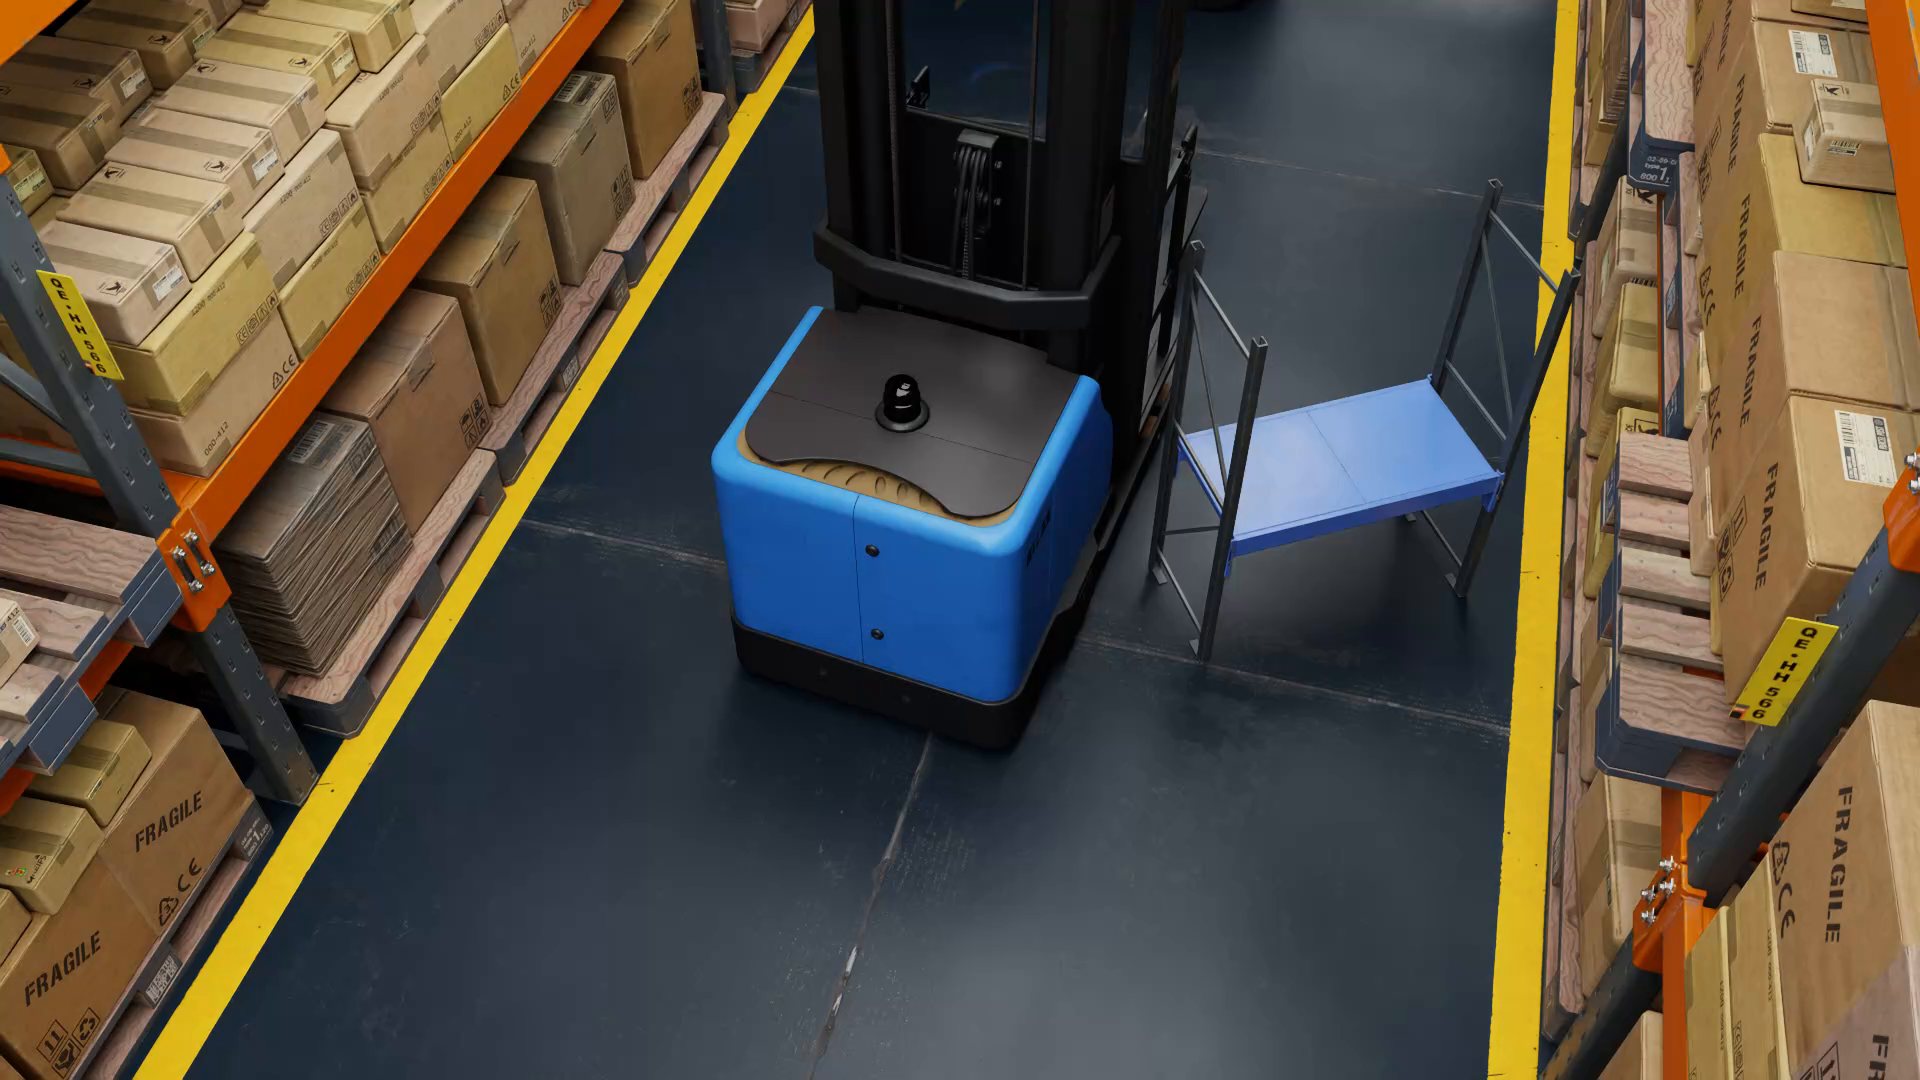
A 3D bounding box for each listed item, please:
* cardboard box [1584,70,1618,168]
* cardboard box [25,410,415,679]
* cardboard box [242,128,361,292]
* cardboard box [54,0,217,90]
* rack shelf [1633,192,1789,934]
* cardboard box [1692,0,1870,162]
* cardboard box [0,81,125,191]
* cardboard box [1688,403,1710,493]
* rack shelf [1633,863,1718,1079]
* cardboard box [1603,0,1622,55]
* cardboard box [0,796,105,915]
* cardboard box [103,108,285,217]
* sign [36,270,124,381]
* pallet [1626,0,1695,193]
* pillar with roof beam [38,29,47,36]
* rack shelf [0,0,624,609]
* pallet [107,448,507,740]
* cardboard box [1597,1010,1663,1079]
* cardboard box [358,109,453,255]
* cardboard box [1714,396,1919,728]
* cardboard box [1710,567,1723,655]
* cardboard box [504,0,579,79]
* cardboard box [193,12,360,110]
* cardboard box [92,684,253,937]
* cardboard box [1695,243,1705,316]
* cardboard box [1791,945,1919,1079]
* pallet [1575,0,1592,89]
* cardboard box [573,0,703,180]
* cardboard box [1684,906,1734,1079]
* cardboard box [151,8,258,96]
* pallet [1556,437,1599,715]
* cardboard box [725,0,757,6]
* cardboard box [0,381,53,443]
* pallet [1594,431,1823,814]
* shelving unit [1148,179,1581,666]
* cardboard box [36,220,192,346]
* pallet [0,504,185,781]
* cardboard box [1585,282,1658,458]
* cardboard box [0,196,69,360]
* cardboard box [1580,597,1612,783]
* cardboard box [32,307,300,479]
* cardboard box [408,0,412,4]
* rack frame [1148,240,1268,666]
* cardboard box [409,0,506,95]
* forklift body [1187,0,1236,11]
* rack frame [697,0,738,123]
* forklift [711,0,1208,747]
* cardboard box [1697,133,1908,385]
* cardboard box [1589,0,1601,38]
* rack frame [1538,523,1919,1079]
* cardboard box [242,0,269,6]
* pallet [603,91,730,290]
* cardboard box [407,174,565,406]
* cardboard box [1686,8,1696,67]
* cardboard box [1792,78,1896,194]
[{"bbox_3d":[3.107,-1.880,7.463,0.500,0.250,0.500,14,50,12],"label":"cardboard box"},{"bbox_3d":[-2.455,-0.056,5.602,0.875,0.625,0.625,13,50,11],"label":"cardboard box"},{"bbox_3d":[-2.147,-1.005,4.903,0.500,0.250,0.500,13,50,11],"label":"cardboard box"},{"bbox_3d":[-2.512,-1.529,5.099,0.380,0.149,0.250,11,50,10],"label":"cardboard box"},{"bbox_3d":[2.684,-0.486,5.158,1.077,0.370,4.000,12,50,10],"label":"rack shelf"},{"bbox_3d":[2.536,-1.441,4.976,0.500,0.500,0.500,11,50,10],"label":"cardboard box"},{"bbox_3d":[-2.654,-1.164,4.777,0.380,0.149,0.250,12,50,10],"label":"cardboard box"},{"bbox_3d":[2.115,-0.196,4.310,0.380,0.149,0.250,9,49,8],"label":"cardboard box"},{"bbox_3d":[1.631,2.407,2.604,1.077,0.370,4.000,12,50,10],"label":"rack shelf"},{"bbox_3d":[3.239,-2.497,7.507,0.500,0.500,0.500,12,50,11],"label":"cardboard box"},{"bbox_3d":[-2.560,0.830,4.471,0.380,0.149,0.250,9,49,8],"label":"cardboard box"},{"bbox_3d":[-2.152,-1.059,4.684,0.380,0.149,0.250,13,50,11],"label":"cardboard box"},{"bbox_3d":[-2.106,-0.511,3.981,0.100,0.325,0.005,12,50,10],"label":"sign"},{"bbox_3d":[2.869,-1.583,5.774,1.003,0.211,1.213,12,50,10],"label":"pallet"},{"bbox_3d":[0.995,-2.511,2.464,9.100,9.000,0.400,12,50,10],"label":"pillar with roof beam"},{"bbox_3d":[-2.106,-1.463,6.020,1.077,0.370,4.000,12,50,10],"label":"rack shelf"},{"bbox_3d":[-2.378,0.081,6.038,1.003,0.211,1.213,12,50,10],"label":"pallet"},{"bbox_3d":[1.896,1.770,3.824,0.875,0.875,0.875,11,50,10],"label":"cardboard box"},{"bbox_3d":[-2.014,-1.214,5.421,0.500,0.250,0.500,10,49,9],"label":"cardboard box"},{"bbox_3d":[2.009,0.069,3.644,0.500,0.500,0.500,10,49,9],"label":"cardboard box"},{"bbox_3d":[2.018,0.175,3.982,0.380,0.149,0.250,12,50,11],"label":"cardboard box"},{"bbox_3d":[-1.747,-1.964,6.083,0.500,0.250,0.500,12,50,10],"label":"cardboard box"},{"bbox_3d":[-2.058,-1.438,5.019,0.380,0.149,0.250,12,50,10],"label":"cardboard box"},{"bbox_3d":[-2.536,0.782,4.946,0.500,0.500,0.500,13,50,11],"label":"cardboard box"},{"bbox_3d":[2.348,-0.753,4.801,0.380,0.149,0.250,10,49,9],"label":"cardboard box"},{"bbox_3d":[1.671,1.028,2.609,0.500,0.500,0.500,12,50,10],"label":"cardboard box"},{"bbox_3d":[3.672,-2.626,8.427,1.003,0.211,1.213,12,50,10],"label":"pallet"},{"bbox_3d":[-1.706,-2.121,7.425,0.875,0.625,0.625,14,50,12],"label":"cardboard box"},{"bbox_3d":[1.786,1.077,3.399,0.500,0.250,0.500,11,49,9],"label":"cardboard box"},{"bbox_3d":[-2.514,-1.482,5.324,0.500,0.250,0.500,11,50,10],"label":"cardboard box"},{"bbox_3d":[2.688,0.201,5.932,1.003,0.211,1.213,12,50,10],"label":"pallet"},{"bbox_3d":[-1.154,-2.831,7.968,0.500,0.250,0.500,11,50,10],"label":"cardboard box"},{"bbox_3d":[-2.761,-0.580,4.861,0.500,0.250,0.500,11,49,9],"label":"cardboard box"},{"bbox_3d":[2.242,0.250,4.157,1.213,0.211,1.003,12,50,10],"label":"pallet"},{"bbox_3d":[1.273,-0.350,5.559,1.048,1.500,0.538,-13,50,-12],"label":"shelving unit"},{"bbox_3d":[-2.264,-0.674,4.345,0.380,0.149,0.250,13,50,11],"label":"cardboard box"},{"bbox_3d":[-2.743,0.314,4.101,1.213,0.211,1.003,12,50,10],"label":"pallet"},{"bbox_3d":[2.889,-0.539,6.198,0.950,0.372,0.625,14,50,12],"label":"cardboard box"},{"bbox_3d":[-2.782,-0.750,4.677,0.500,0.250,0.500,13,50,11],"label":"cardboard box"},{"bbox_3d":[2.502,0.511,5.271,0.950,0.372,0.625,11,49,9],"label":"cardboard box"},{"bbox_3d":[-2.280,-0.477,4.771,0.500,0.250,0.500,12,50,10],"label":"cardboard box"},{"bbox_3d":[-1.959,-1.817,5.354,0.380,0.149,0.250,12,50,10],"label":"cardboard box"},{"bbox_3d":[0.789,-0.235,5.457,0.032,1.500,0.500,-13,50,-12],"label":"rack frame"},{"bbox_3d":[-1.881,-1.754,5.564,0.500,0.250,0.500,12,50,11],"label":"cardboard box"},{"bbox_3d":[0.734,-4.028,8.371,2.313,2.155,1.214,12,50,10],"label":"forklift body"},{"bbox_3d":[-1.579,-3.147,7.027,1.000,3.000,0.127,12,50,10],"label":"rack frame"},{"bbox_3d":[0.227,-1.407,5.537,1.130,2.935,3.031,16,51,14],"label":"forklift"},{"bbox_3d":[2.266,-0.673,4.298,0.500,0.500,0.500,9,49,7],"label":"cardboard box"},{"bbox_3d":[3.376,-2.634,8.128,0.500,0.250,0.500,12,50,11],"label":"cardboard box"},{"bbox_3d":[2.158,0.723,3.611,1.000,3.000,0.127,12,50,10],"label":"rack frame"},{"bbox_3d":[-2.356,-1.891,5.419,0.380,0.149,0.250,13,50,11],"label":"cardboard box"},{"bbox_3d":[-1.736,-1.684,7.595,1.003,0.211,1.213,12,50,10],"label":"pallet"},{"bbox_3d":[-2.113,-1.017,6.451,0.875,0.625,0.625,10,49,8],"label":"cardboard box"},{"bbox_3d":[2.686,-1.710,5.646,0.380,0.149,0.250,12,50,11],"label":"cardboard box"},{"bbox_3d":[2.316,-1.001,4.155,0.380,0.149,0.250,9,49,8],"label":"cardboard box"}]
